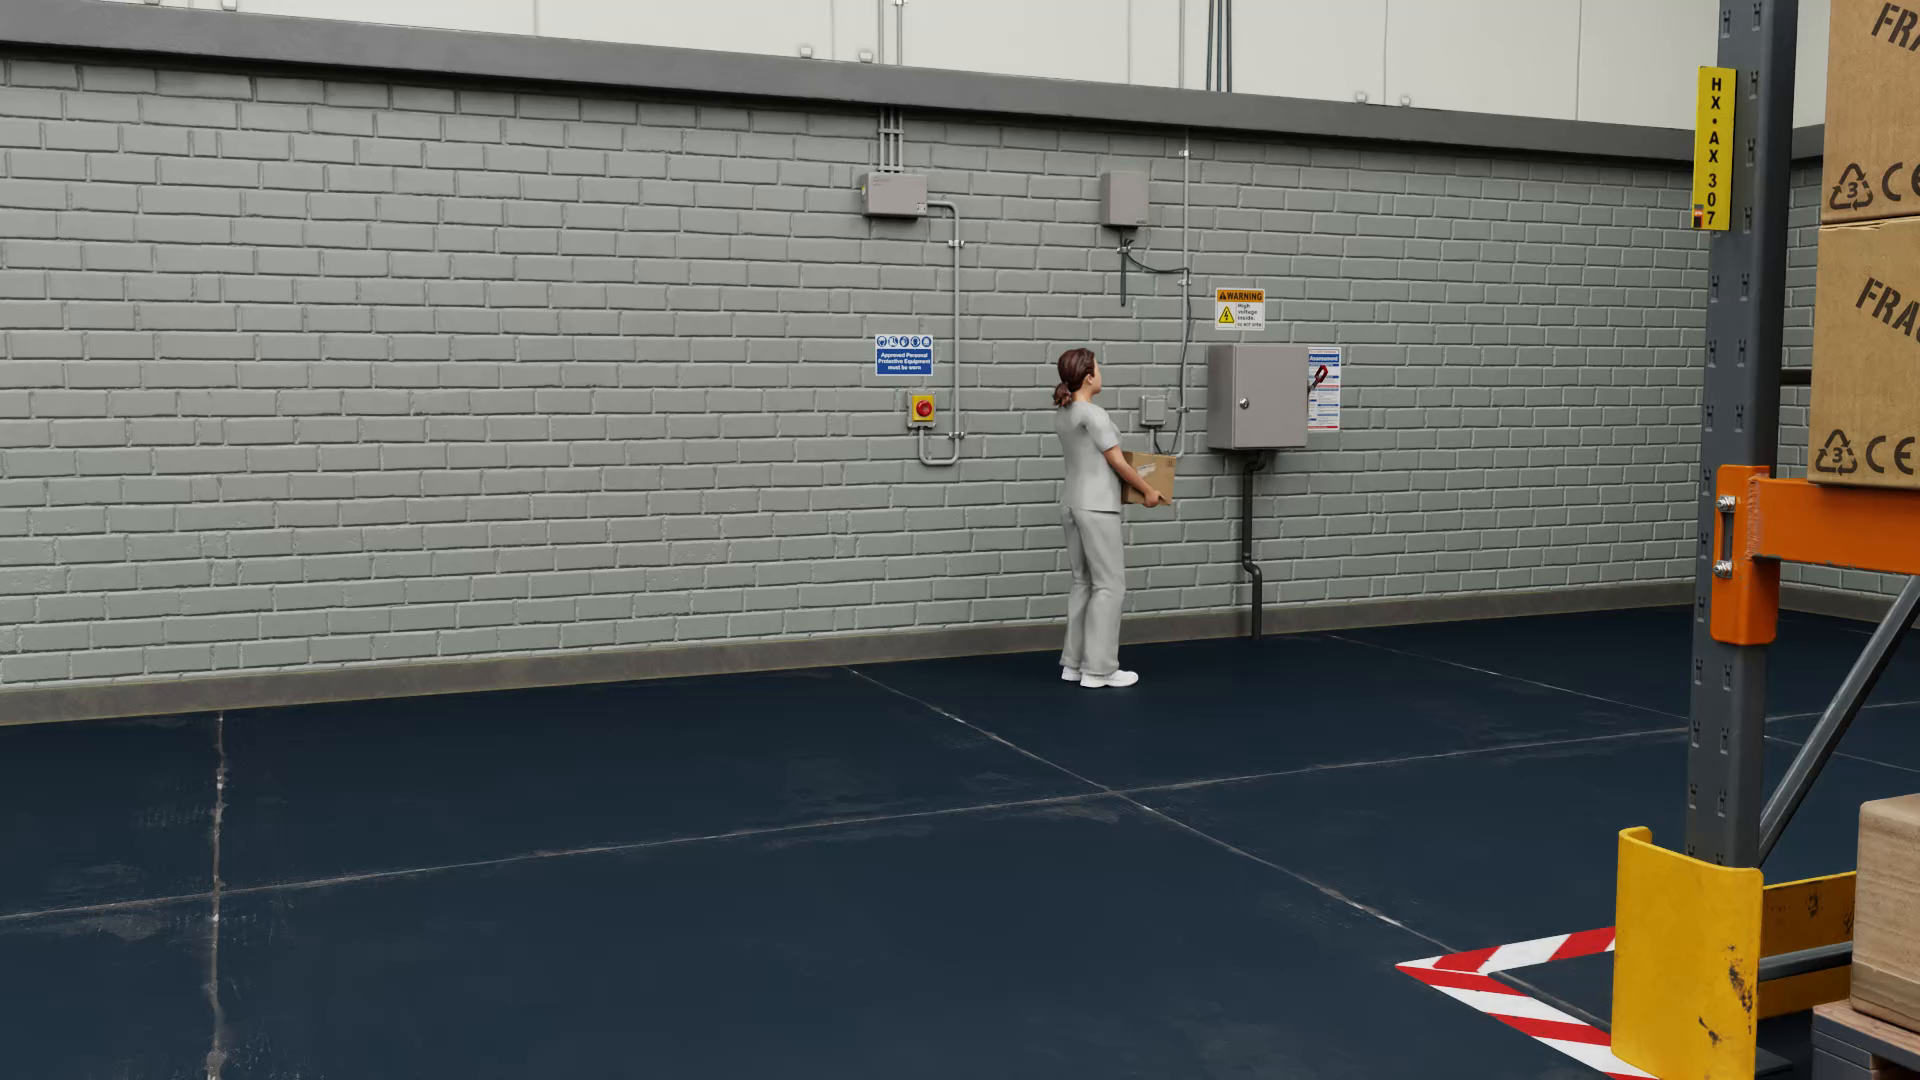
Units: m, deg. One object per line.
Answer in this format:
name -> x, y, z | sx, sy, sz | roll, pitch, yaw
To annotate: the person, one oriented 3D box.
person -> 0.708, -0.118, 8.254 | 0.552, 1.662, 0.438 | -2, 6, -24
